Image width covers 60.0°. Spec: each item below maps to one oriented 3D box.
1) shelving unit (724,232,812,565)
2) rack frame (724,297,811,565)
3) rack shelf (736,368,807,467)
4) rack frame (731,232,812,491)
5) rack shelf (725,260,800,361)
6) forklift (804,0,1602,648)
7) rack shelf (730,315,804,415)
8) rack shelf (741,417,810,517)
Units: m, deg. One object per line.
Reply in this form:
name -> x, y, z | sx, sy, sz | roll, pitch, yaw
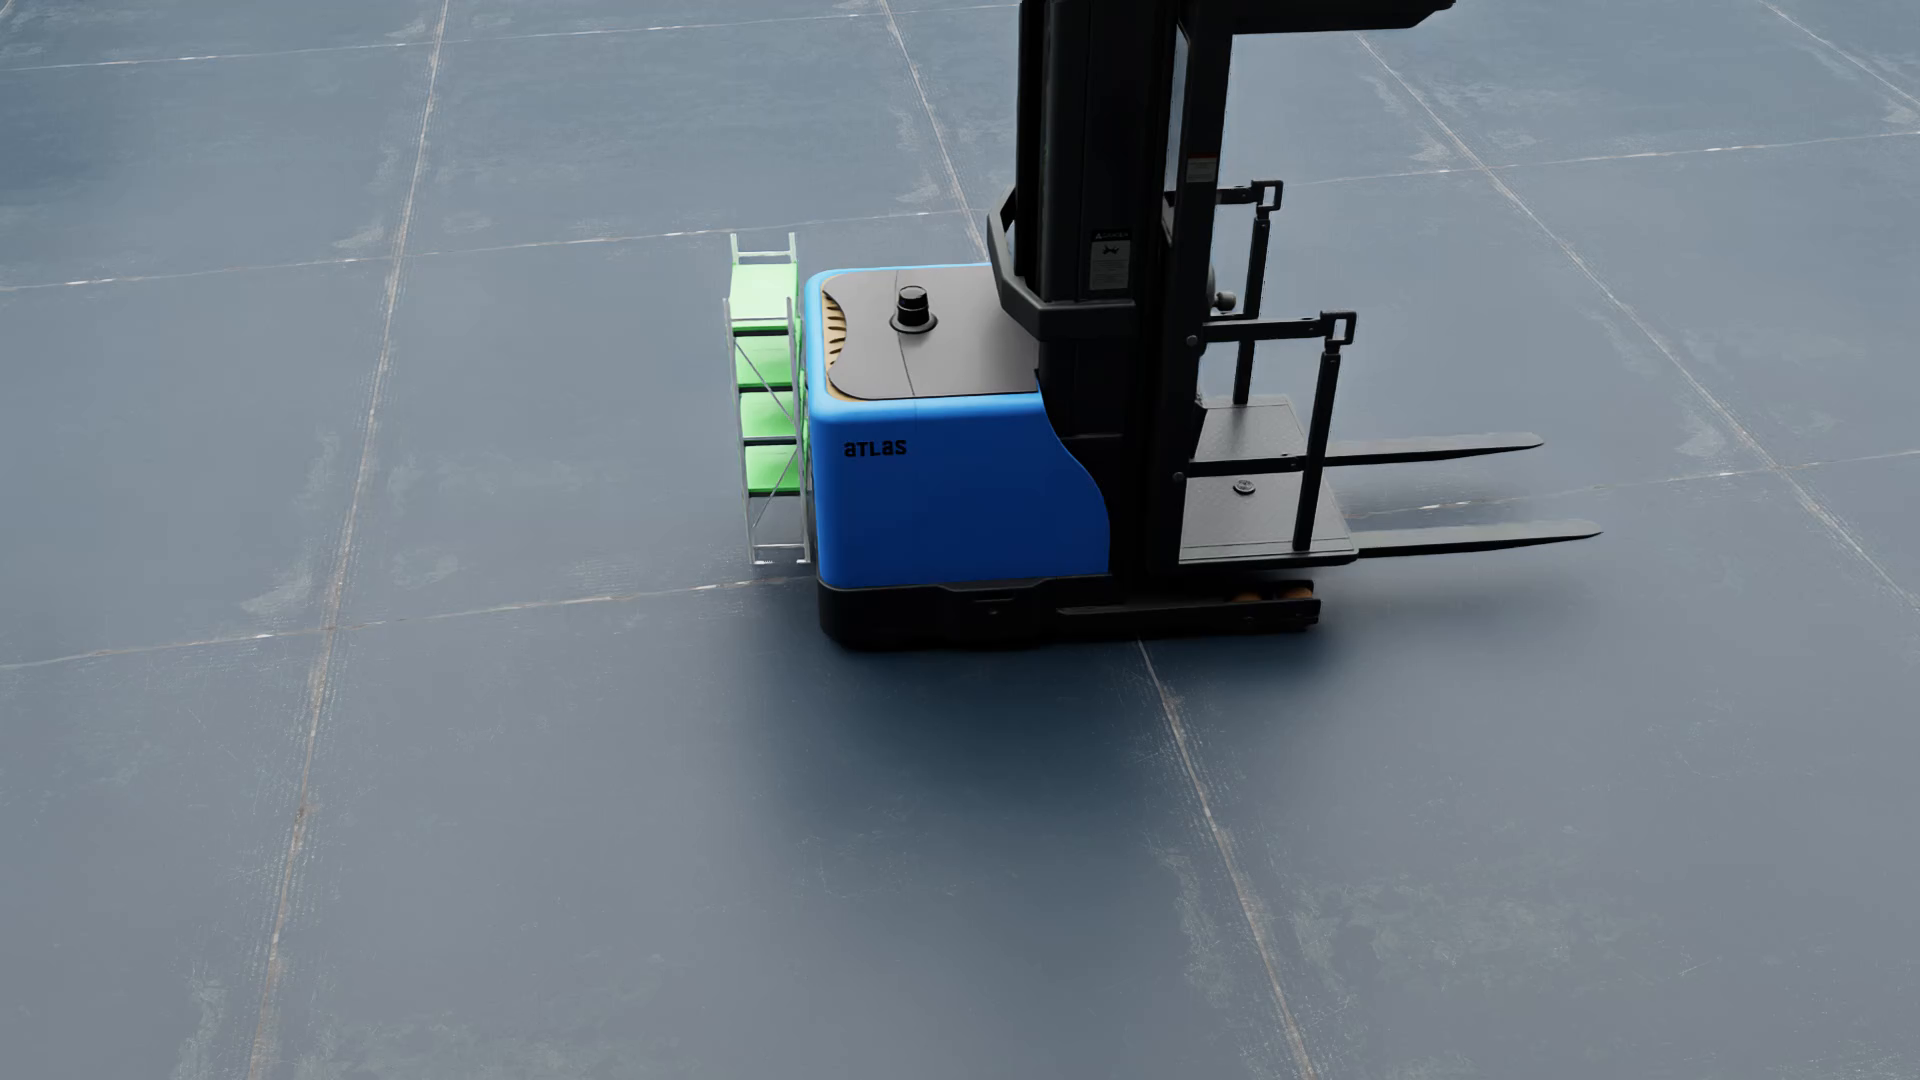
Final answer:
shelving unit -> -0.731, -0.531, 6.456 | 0.258, 1.200, 0.503 | -2, 38, -3
rack frame -> -0.717, -0.382, 6.264 | 0.240, 1.200, 0.015 | -2, 38, -3
rack shelf -> -0.731, -0.481, 6.495 | 0.258, 0.148, 0.480 | -2, 38, -3
rack frame -> -0.745, -0.681, 6.648 | 0.240, 1.200, 0.015 | -2, 38, -3
rack shelf -> -0.731, -0.860, 6.201 | 0.258, 0.148, 0.480 | -2, 38, -3
forklift -> 0.944, -1.128, 5.813 | 3.031, 2.935, 1.130 | -3, 38, -4
rack shelf -> -0.731, -0.671, 6.348 | 0.258, 0.148, 0.480 | -2, 38, -3
rack shelf -> -0.731, -0.292, 6.642 | 0.258, 0.148, 0.480 | -2, 38, -3
